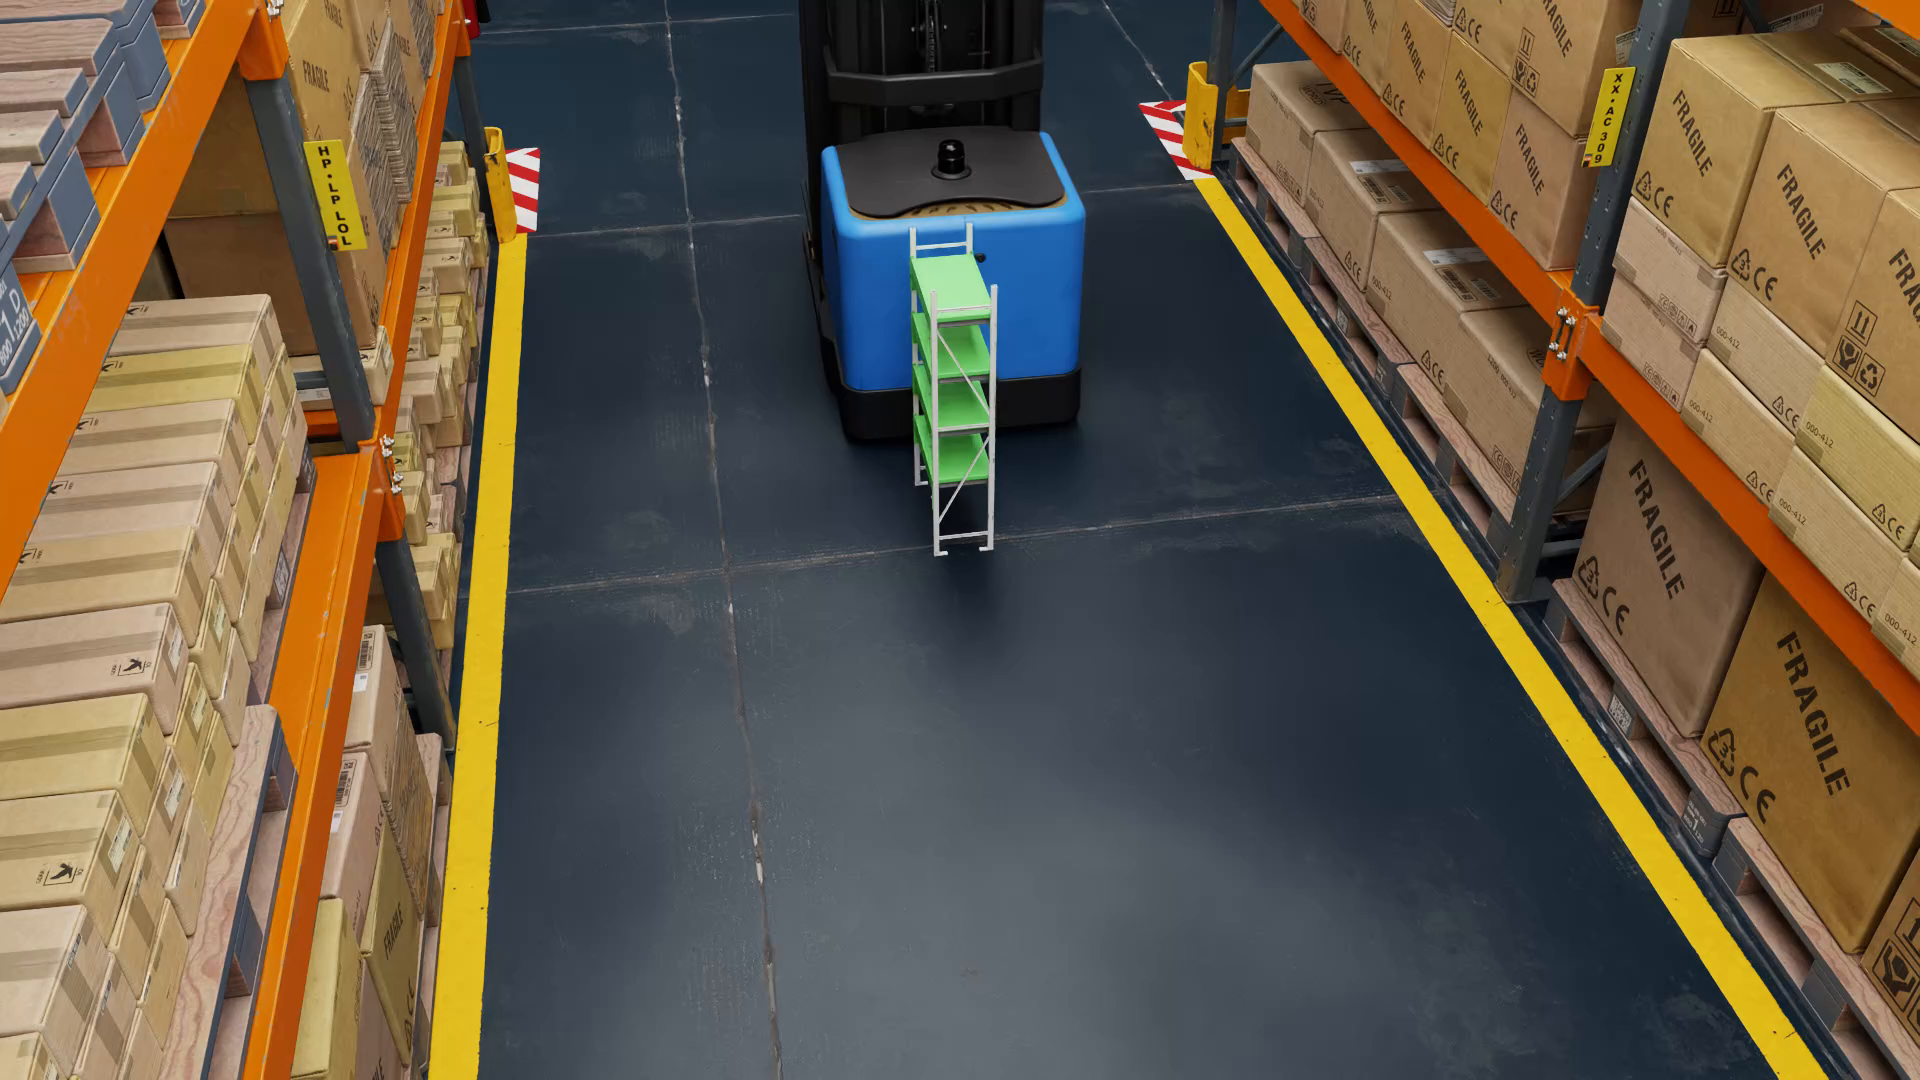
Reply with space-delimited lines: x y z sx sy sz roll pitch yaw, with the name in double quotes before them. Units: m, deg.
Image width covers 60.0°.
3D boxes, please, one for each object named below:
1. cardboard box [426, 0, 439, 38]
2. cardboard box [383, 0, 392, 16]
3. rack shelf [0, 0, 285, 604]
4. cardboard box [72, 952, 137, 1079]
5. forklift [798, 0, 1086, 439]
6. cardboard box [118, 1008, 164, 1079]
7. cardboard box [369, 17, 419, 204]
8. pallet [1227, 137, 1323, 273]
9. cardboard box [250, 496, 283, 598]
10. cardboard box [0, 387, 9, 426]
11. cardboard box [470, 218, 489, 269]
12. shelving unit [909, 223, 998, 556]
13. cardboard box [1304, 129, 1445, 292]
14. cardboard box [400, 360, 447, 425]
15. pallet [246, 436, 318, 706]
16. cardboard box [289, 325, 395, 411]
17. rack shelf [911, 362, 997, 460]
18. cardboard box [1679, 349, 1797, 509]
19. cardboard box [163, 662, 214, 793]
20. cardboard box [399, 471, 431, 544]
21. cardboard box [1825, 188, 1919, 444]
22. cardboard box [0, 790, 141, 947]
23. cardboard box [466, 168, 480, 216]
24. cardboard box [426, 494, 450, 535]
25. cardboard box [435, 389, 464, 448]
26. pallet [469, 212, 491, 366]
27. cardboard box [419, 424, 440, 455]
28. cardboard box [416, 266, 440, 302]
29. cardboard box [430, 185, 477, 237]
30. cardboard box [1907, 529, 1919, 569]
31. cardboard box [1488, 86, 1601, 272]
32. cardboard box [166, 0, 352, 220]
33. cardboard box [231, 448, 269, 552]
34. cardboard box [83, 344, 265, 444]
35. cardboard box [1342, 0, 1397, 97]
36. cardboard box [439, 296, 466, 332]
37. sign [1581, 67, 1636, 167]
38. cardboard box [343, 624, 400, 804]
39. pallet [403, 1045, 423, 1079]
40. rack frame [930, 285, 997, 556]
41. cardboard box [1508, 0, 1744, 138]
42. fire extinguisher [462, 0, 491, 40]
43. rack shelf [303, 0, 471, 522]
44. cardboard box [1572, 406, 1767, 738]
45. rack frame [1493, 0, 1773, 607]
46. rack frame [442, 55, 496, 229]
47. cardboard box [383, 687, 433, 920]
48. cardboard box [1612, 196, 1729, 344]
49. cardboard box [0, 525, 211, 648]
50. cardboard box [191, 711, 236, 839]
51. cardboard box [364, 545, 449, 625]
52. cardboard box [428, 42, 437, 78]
"cardboard box" -2.547 -2.444 7.126 0.500 0.500 0.500 -7 38 -9
"cardboard box" -2.355 -2.206 6.005 0.500 0.500 0.500 -7 38 -10
"rack shelf" -1.913 -0.118 2.599 1.077 0.370 4.000 -6 38 -8
"cardboard box" -1.636 0.865 2.812 0.380 0.149 0.250 -6 38 -8
"forklift" -0.210 -2.495 7.572 1.130 2.935 3.031 -6 38 -7
"cardboard box" -1.635 0.983 2.902 0.380 0.149 0.250 -5 38 -6
"cardboard box" -2.249 -1.515 5.932 0.500 0.500 0.500 -7 38 -9
"pallet" 2.108 -1.860 8.972 1.003 0.211 1.213 -6 38 -8
"cardboard box" -1.911 0.034 4.124 0.380 0.149 0.250 -6 38 -8
"cardboard box" -1.588 -0.210 2.049 0.500 0.500 0.500 -6 38 -8
"cardboard box" -2.522 -1.442 8.143 0.380 0.149 0.250 -5 38 -7
"shelving unit" -0.029 -0.574 6.511 0.258 1.200 0.503 -6 38 -8
"cardboard box" 2.274 -1.650 8.175 0.875 0.438 0.875 -5 38 -7
"cardboard box" -2.235 -0.569 6.534 0.380 0.149 0.250 -5 38 -7
"pallet" -2.273 0.127 4.298 1.003 0.211 1.213 -6 38 -8
"cardboard box" -1.991 -0.533 5.196 0.380 0.149 0.250 -5 38 -6
"rack shelf" -0.029 -0.523 6.550 0.258 0.148 0.480 -6 38 -8
"cardboard box" 2.502 -0.354 4.882 0.500 0.250 0.500 -7 38 -9
"cardboard box" -1.765 0.405 3.404 0.380 0.149 0.250 -6 38 -8
"cardboard box" -2.110 -0.104 5.935 0.380 0.149 0.250 -4 38 -6
"cardboard box" 2.588 -0.550 4.116 0.500 0.500 0.500 -7 38 -9
"cardboard box" -1.685 0.595 2.917 0.380 0.149 0.250 -5 38 -7
"cardboard box" -2.591 -1.711 8.247 0.380 0.149 0.250 -7 38 -9
"cardboard box" -2.153 -0.026 6.320 0.380 0.149 0.250 -6 38 -8
"cardboard box" -2.279 -0.500 6.930 0.380 0.149 0.250 -7 38 -9
"pallet" -2.844 -1.200 8.123 1.003 0.211 1.213 -6 38 -8
"cardboard box" -2.293 -0.455 6.630 0.380 0.149 0.250 -5 38 -6
"cardboard box" -2.443 -1.033 7.131 0.380 0.149 0.250 -7 38 -9
"cardboard box" -2.465 -1.524 7.763 0.380 0.149 0.250 -7 38 -9
"cardboard box" 2.664 0.063 3.938 0.500 0.250 0.500 -7 38 -9
"cardboard box" 2.259 -1.312 5.912 0.500 0.500 0.500 -6 38 -8
"cardboard box" -2.103 -1.277 4.809 0.500 0.500 0.500 -5 38 -7
"cardboard box" -1.911 -0.082 4.030 0.380 0.149 0.250 -5 38 -6
"cardboard box" -1.953 -0.344 4.125 0.380 0.149 0.250 -7 38 -9
"cardboard box" 1.984 -2.242 7.109 0.500 0.500 0.500 -5 38 -6
"cardboard box" -2.368 -0.929 7.240 0.380 0.149 0.250 -4 38 -6
"sign" 2.046 -1.332 5.249 0.100 0.325 0.005 -6 38 -8
"cardboard box" -1.884 0.522 4.717 0.500 0.250 0.500 -7 38 -9
"pallet" -1.908 1.884 4.153 1.003 0.211 1.213 -6 38 -8
"rack frame" 0.014 -0.426 6.321 0.240 1.200 0.015 -6 38 -8
"cardboard box" 2.237 -1.709 5.608 0.500 0.500 0.500 -7 38 -8
"fire extinguisher" -2.555 -2.866 8.361 0.296 0.674 0.183 -6 38 -8
"rack shelf" -2.614 -1.350 6.629 1.077 0.370 4.000 -6 38 -8
"cardboard box" 2.780 0.020 5.669 0.875 0.875 0.875 -5 38 -7
"rack frame" 2.592 -1.019 5.617 1.000 3.000 0.127 -6 38 -8
"rack frame" -2.965 -2.842 7.963 1.000 3.000 0.127 -6 38 -8
"cardboard box" -1.886 0.815 4.951 0.500 0.500 0.500 -7 38 -9
"cardboard box" 2.392 -0.862 5.129 0.500 0.250 0.500 -7 38 -9
"cardboard box" -1.824 0.120 3.528 0.380 0.149 0.250 -7 38 -9
"cardboard box" -1.768 0.512 3.508 0.380 0.149 0.250 -5 38 -6
"cardboard box" -2.012 0.163 5.834 0.380 0.149 0.250 -5 38 -6
"cardboard box" -2.496 -2.121 7.239 0.380 0.149 0.250 -5 38 -7
